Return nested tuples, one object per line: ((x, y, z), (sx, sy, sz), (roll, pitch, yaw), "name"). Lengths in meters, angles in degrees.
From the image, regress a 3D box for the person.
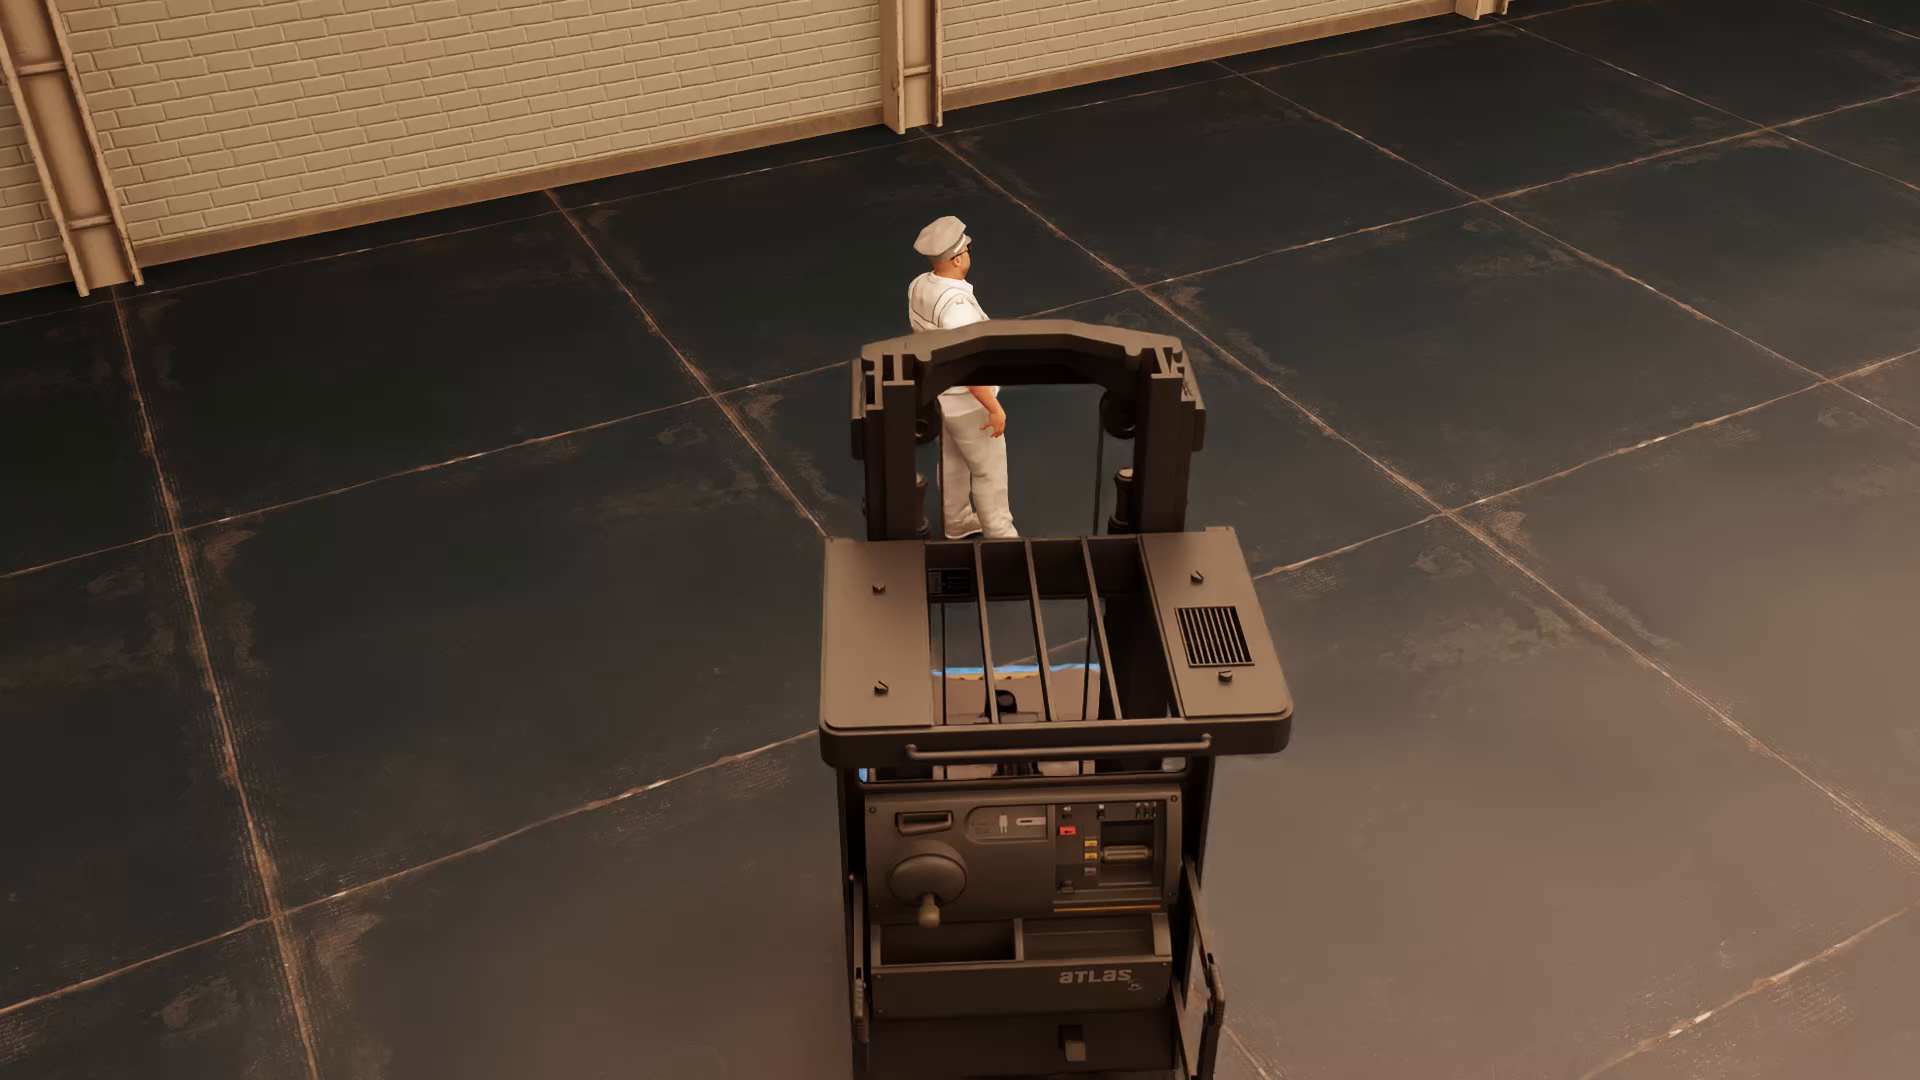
((0.074, -0.747, 8.166), (0.575, 1.778, 0.640), (-17, 39, -23), "person")

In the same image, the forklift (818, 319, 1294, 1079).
((0.201, 0.993, 4.718), (1.130, 2.935, 3.031), (-2, 35, -2), "forklift")
